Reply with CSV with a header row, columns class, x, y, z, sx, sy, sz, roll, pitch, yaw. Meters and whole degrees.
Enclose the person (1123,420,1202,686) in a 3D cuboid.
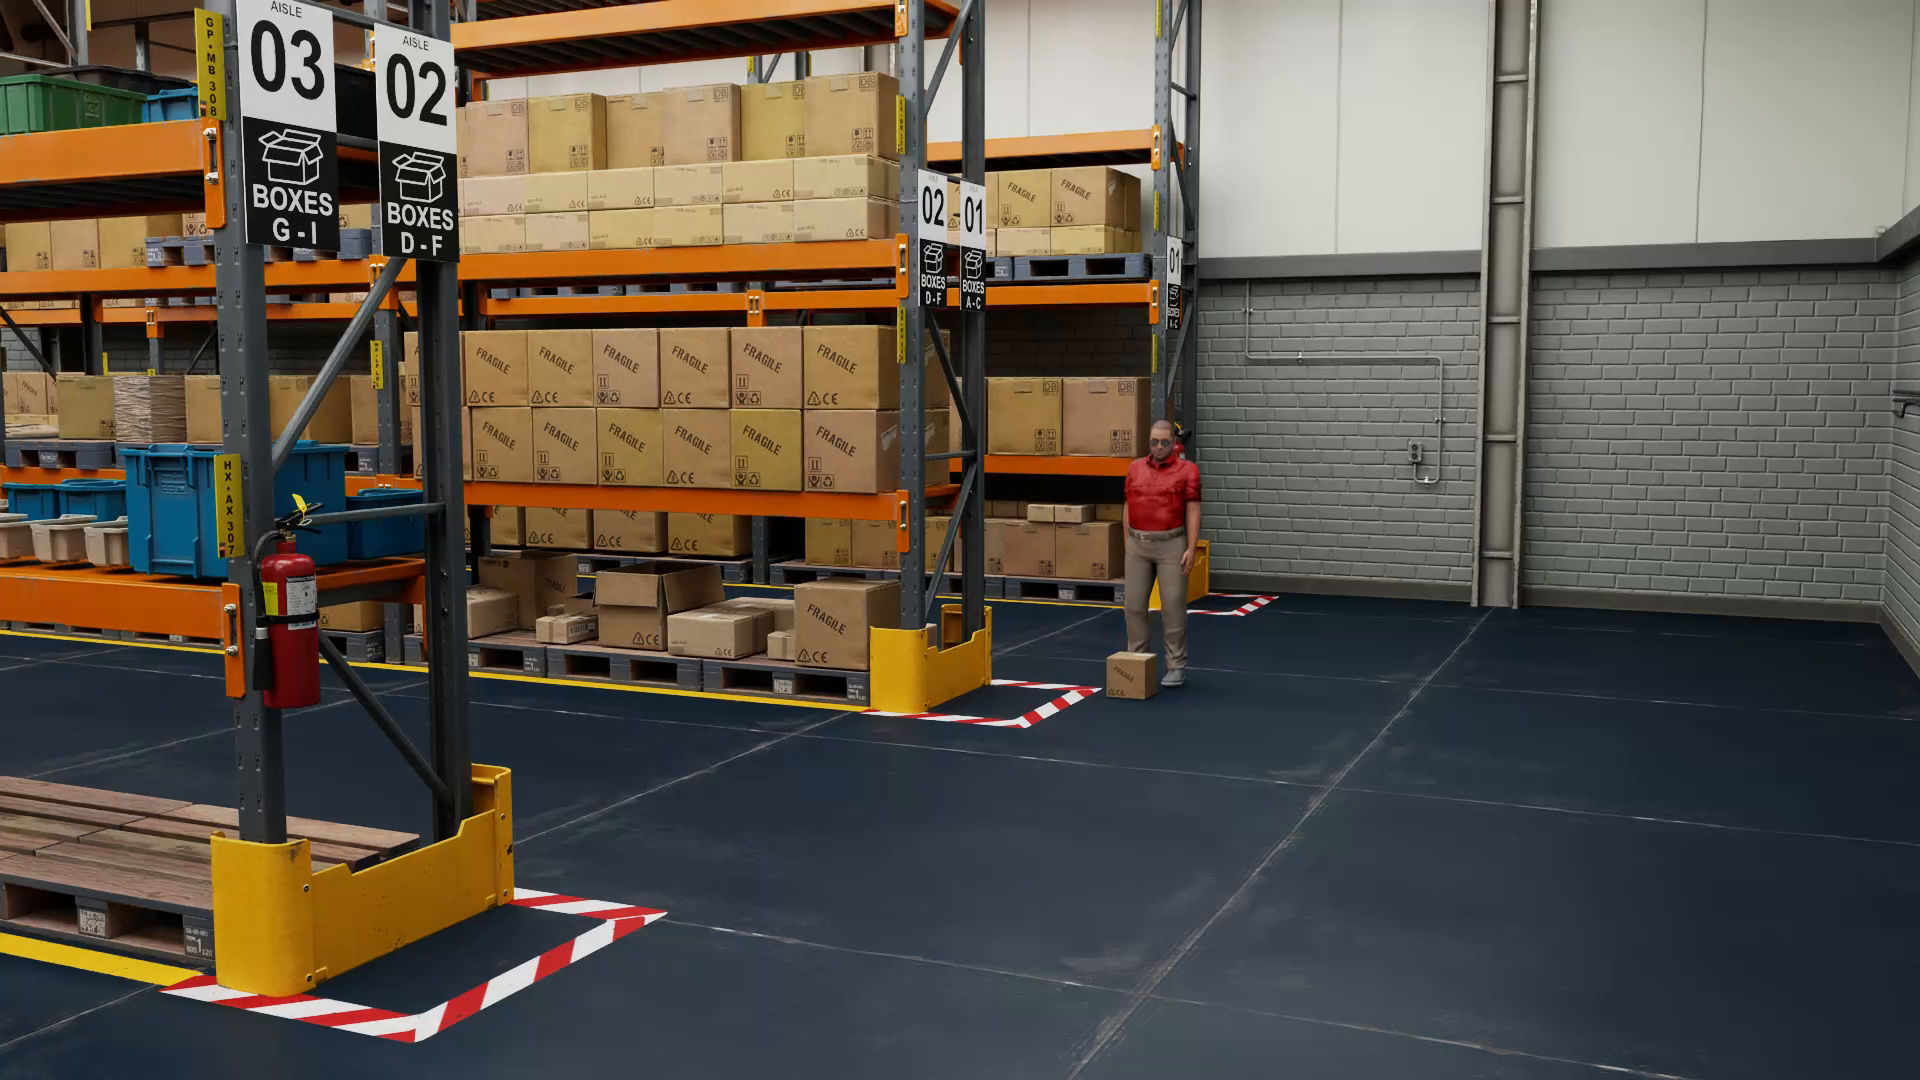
class,x,y,z,sx,sy,sz,roll,pitch,yaw
person,1.299,0.082,10.837,0.529,1.721,0.359,3,6,25
